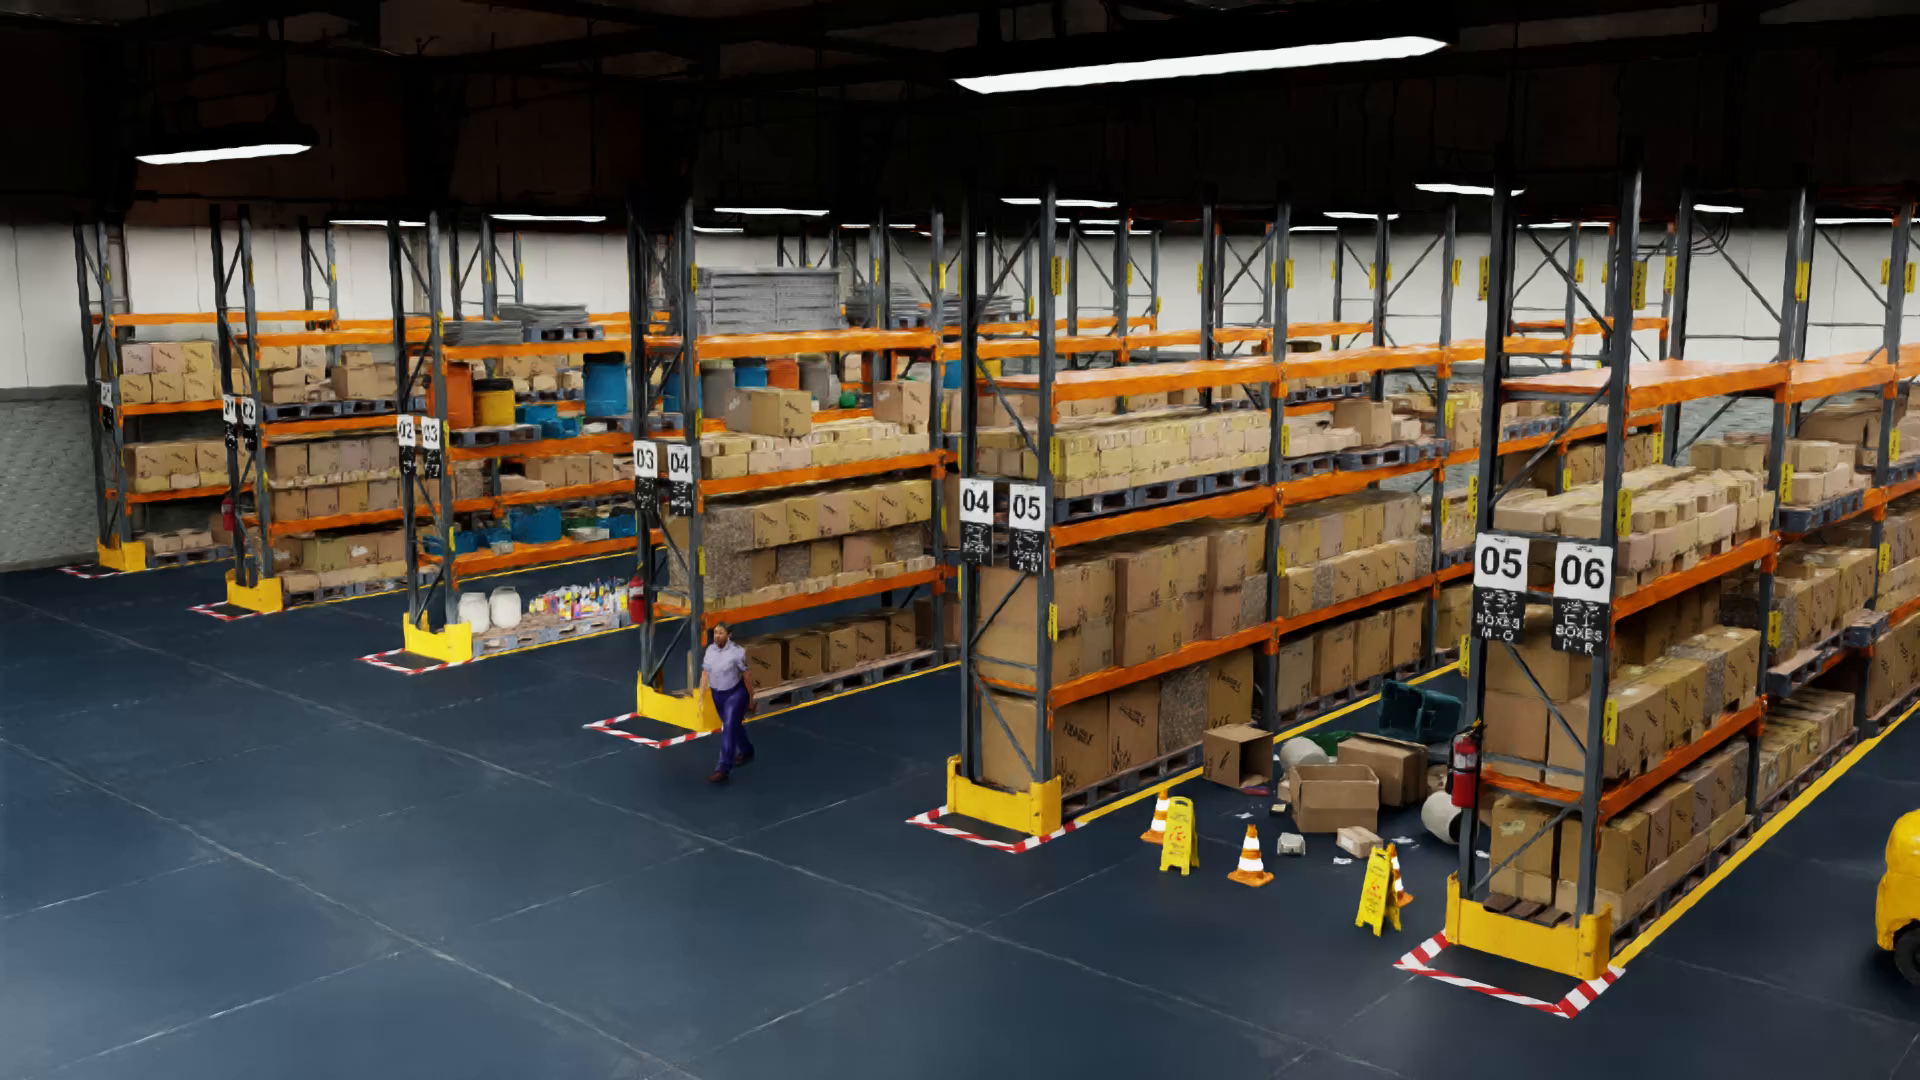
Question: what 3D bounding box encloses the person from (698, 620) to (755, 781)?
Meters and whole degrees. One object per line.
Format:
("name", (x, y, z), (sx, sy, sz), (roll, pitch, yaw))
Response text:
("person", (-2.383, 1.587, 16.909), (0.478, 1.580, 0.999), (6, 11, 32))
